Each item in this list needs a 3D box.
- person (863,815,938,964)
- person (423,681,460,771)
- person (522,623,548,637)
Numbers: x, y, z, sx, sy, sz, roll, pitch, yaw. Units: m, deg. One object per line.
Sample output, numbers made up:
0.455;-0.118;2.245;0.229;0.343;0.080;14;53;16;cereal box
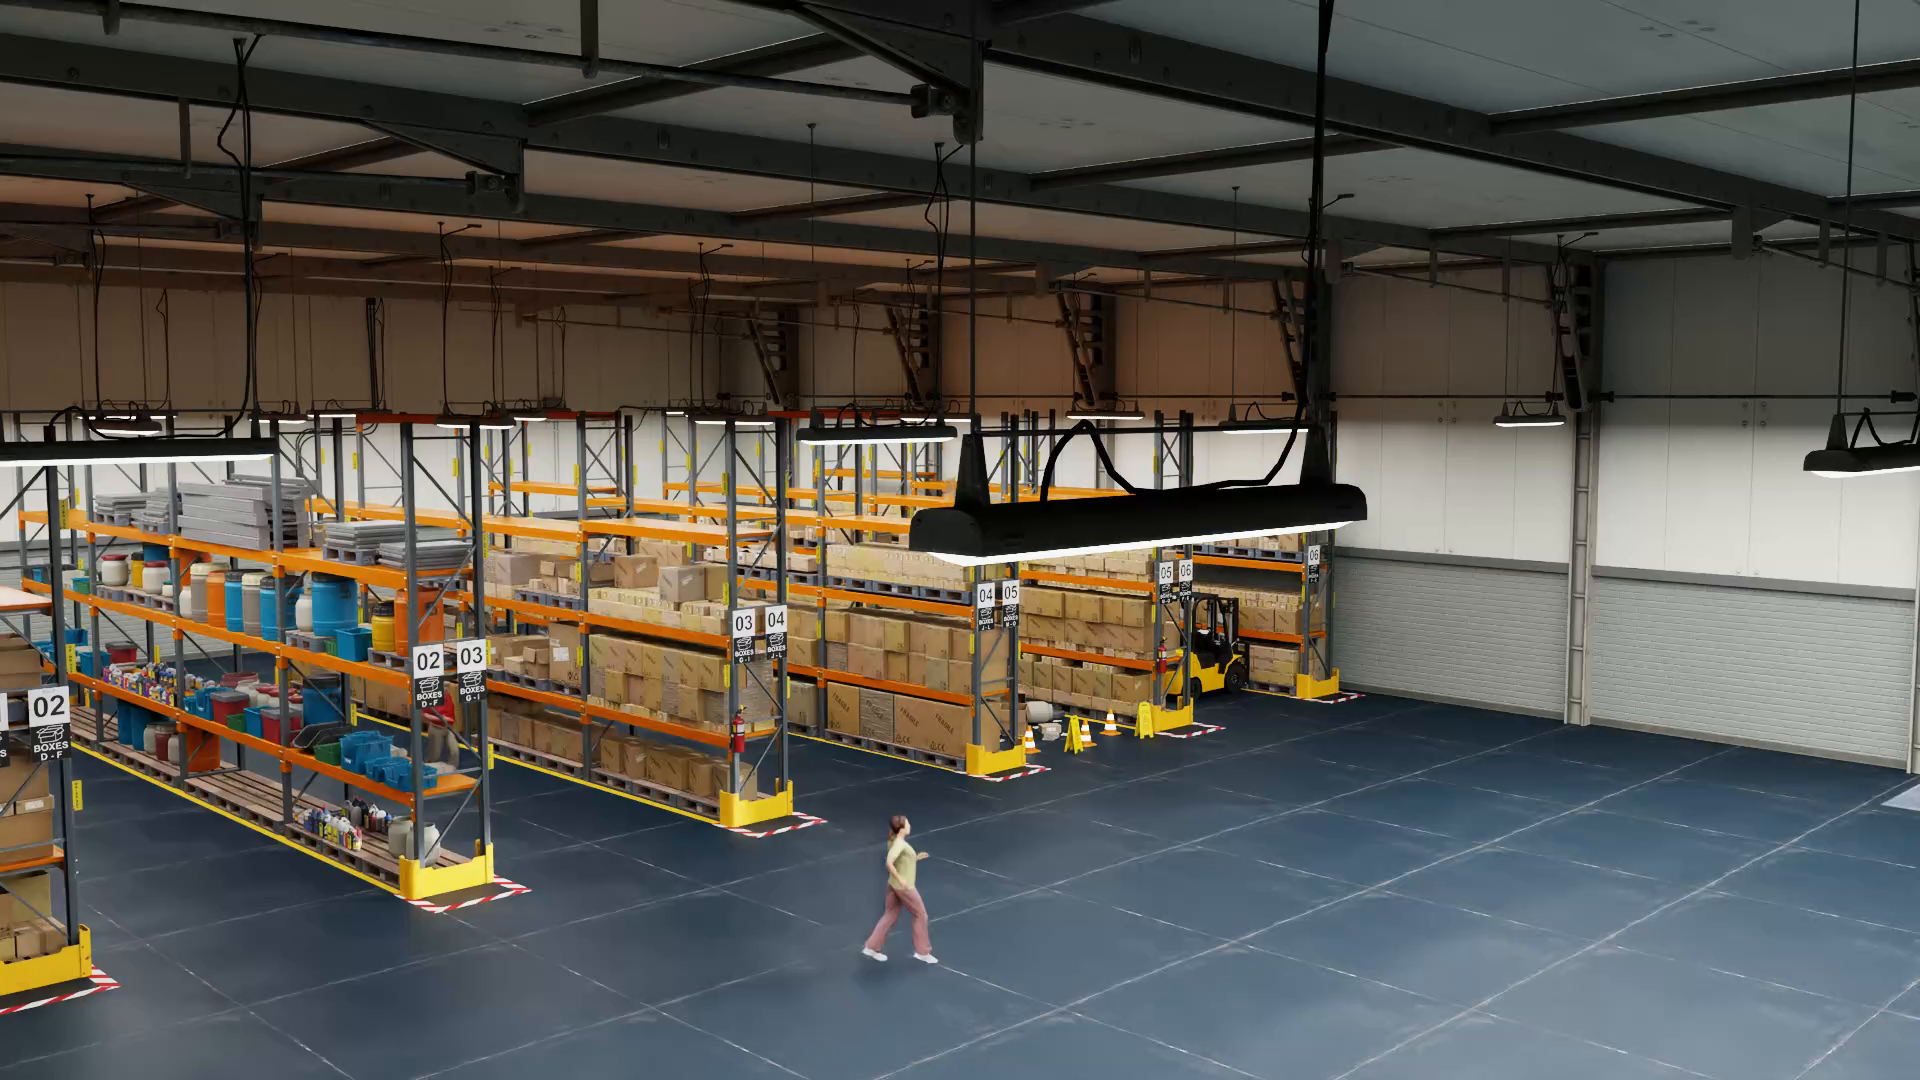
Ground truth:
-0.666;3.882;18.419;0.854;1.709;0.555;-2;5;-24;person
-8.414;3.146;26.901;0.813;1.786;0.642;4;6;37;person
-10.550;1.904;40.939;0.889;1.743;0.707;1;5;14;person
